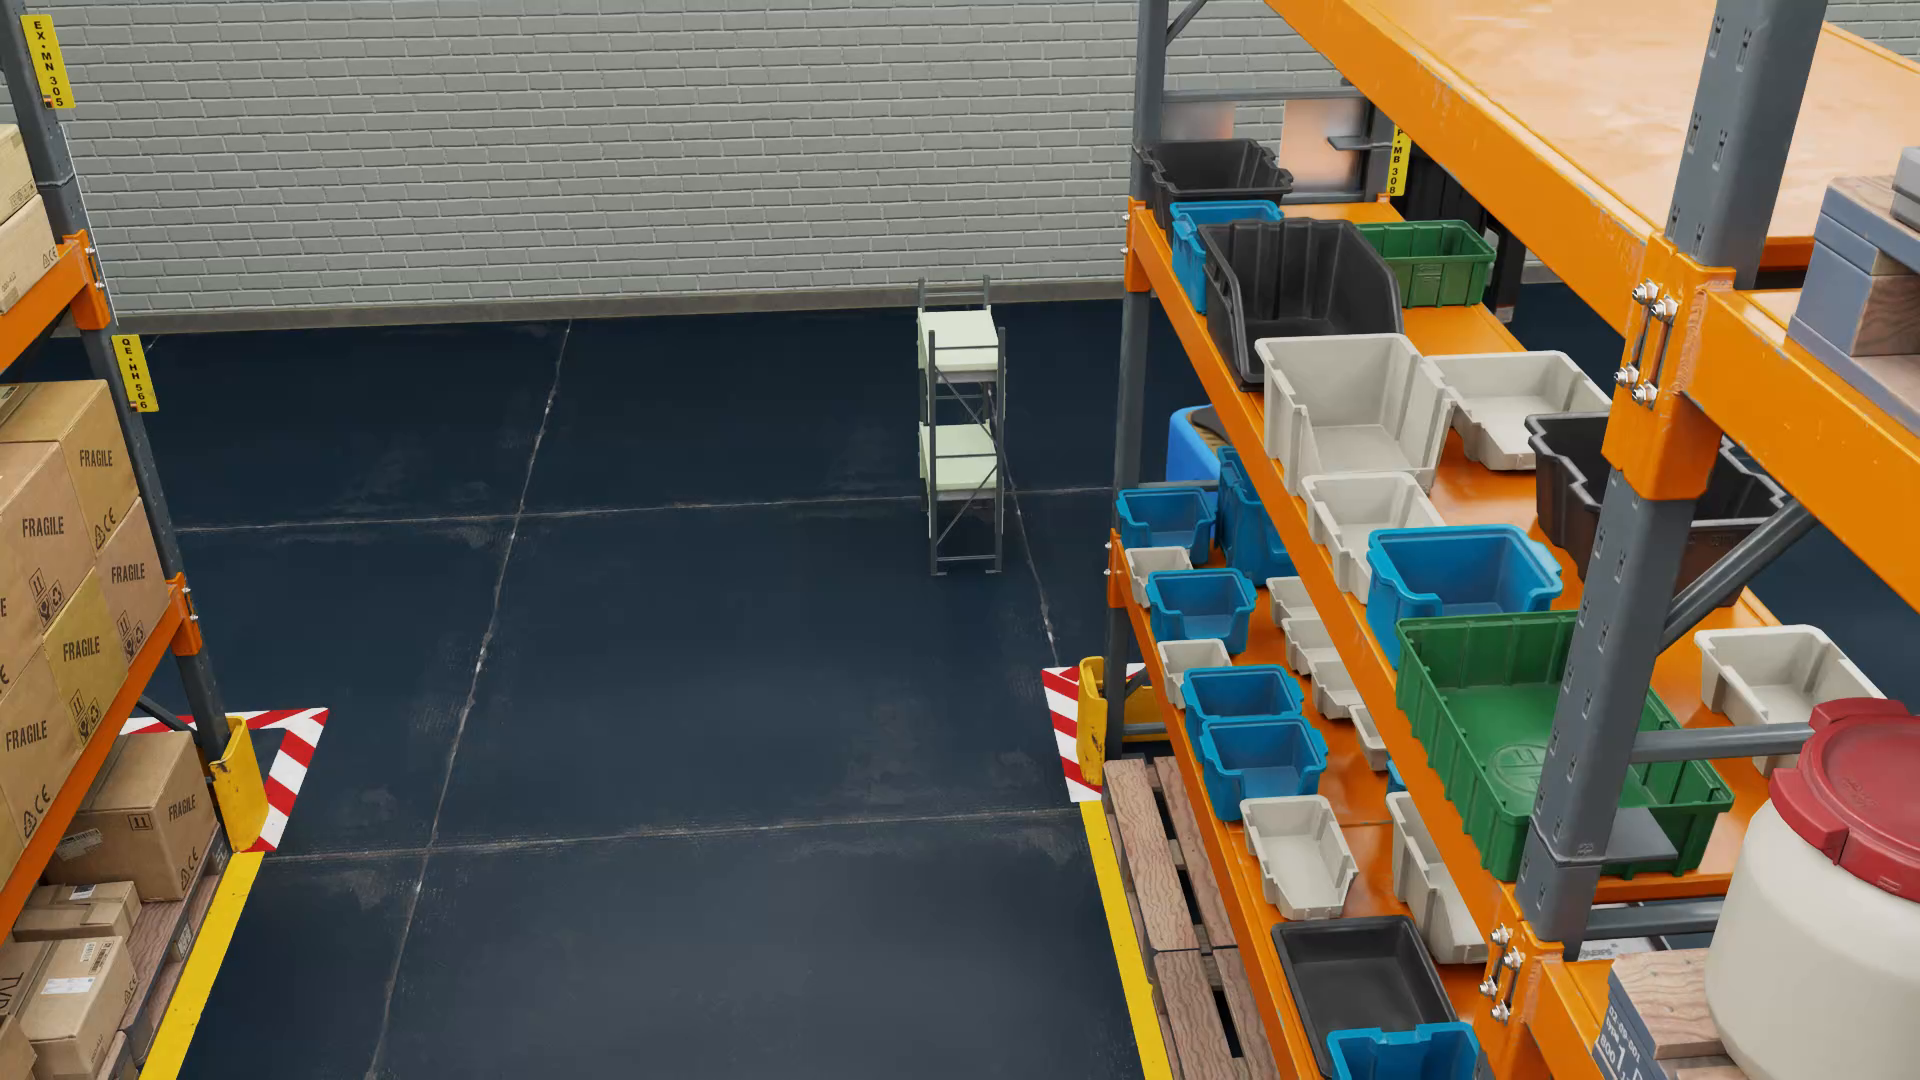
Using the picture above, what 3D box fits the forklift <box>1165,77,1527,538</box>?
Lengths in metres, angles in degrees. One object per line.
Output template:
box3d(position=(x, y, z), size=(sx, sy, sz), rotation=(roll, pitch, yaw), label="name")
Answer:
box3d(position=(2.670, -0.974, 8.524), size=(3.031, 2.935, 1.130), rotation=(-7, 32, -12), label="forklift")

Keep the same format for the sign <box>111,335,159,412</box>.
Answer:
box3d(position=(-3.208, -0.646, 6.470), size=(0.100, 0.325, 0.005), rotation=(-3, 31, -5), label="sign")

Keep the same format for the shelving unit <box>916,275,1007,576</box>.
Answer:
box3d(position=(0.001, -0.640, 9.360), size=(0.431, 1.500, 0.755), rotation=(-3, 31, -5), label="shelving unit")

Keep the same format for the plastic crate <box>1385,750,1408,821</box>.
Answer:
box3d(position=(1.616, 0.850, 5.507), size=(0.416, 0.233, 0.300), rotation=(-3, 31, -5), label="plastic crate")

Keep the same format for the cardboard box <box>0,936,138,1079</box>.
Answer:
box3d(position=(-3.408, 1.747, 6.153), size=(0.500, 0.250, 0.500), rotation=(-3, 31, -5), label="cardboard box")

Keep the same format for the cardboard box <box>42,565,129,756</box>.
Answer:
box3d(position=(-3.398, 0.440, 5.990), size=(0.500, 0.500, 0.500), rotation=(-2, 31, -4), label="cardboard box")

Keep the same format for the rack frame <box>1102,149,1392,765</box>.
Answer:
box3d(position=(1.169, -0.232, 7.214), size=(1.000, 3.000, 0.127), rotation=(-3, 31, -5), label="rack frame")

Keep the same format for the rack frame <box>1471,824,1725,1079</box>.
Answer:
box3d(position=(1.543, 1.810, 3.795), size=(1.000, 3.000, 0.127), rotation=(-3, 31, -5), label="rack frame")

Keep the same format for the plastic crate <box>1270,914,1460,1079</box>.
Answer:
box3d(position=(1.171, 1.344, 4.786), size=(0.437, 0.125, 0.590), rotation=(-3, 31, -5), label="plastic crate")

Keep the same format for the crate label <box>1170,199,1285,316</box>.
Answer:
box3d(position=(0.934, -0.970, 5.669), size=(0.408, 0.251, 0.502), rotation=(-3, 31, -5), label="crate label")

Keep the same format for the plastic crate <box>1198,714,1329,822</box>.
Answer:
box3d(position=(1.015, 0.781, 5.622), size=(0.416, 0.233, 0.300), rotation=(-3, 31, -5), label="plastic crate")

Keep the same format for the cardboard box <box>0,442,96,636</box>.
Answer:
box3d(position=(-3.400, 0.003, 5.748), size=(0.500, 0.500, 0.500), rotation=(-2, 31, -3), label="cardboard box")

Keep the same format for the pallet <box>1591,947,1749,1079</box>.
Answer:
box3d(position=(1.713, 0.999, 2.412), size=(1.213, 0.211, 1.003), rotation=(-3, 31, -5), label="pallet")

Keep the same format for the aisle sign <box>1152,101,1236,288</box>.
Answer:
box3d(position=(0.867, -1.371, 6.585), size=(0.394, 0.787, 0.004), rotation=(-3, 31, -5), label="aisle sign")

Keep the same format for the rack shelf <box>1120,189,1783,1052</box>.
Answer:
box3d(position=(1.356, -0.190, 4.920), size=(1.077, 0.370, 4.000), rotation=(-3, 31, -5), label="rack shelf")

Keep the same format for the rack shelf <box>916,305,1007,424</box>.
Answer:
box3d(position=(0.001, -0.976, 9.160), size=(0.431, 0.370, 0.720), rotation=(-3, 31, -5), label="rack shelf")

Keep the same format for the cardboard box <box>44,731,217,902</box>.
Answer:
box3d(position=(-3.467, 1.153, 6.903), size=(0.500, 0.500, 0.500), rotation=(-3, 31, -5), label="cardboard box")

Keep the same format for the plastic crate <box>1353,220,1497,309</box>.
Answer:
box3d(position=(1.546, -0.939, 5.679), size=(0.450, 0.188, 0.336), rotation=(-3, 31, -5), label="plastic crate")

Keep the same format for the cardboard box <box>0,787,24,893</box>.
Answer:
box3d(position=(-3.310, 0.953, 5.133), size=(0.500, 0.500, 0.500), rotation=(-3, 31, -5), label="cardboard box")

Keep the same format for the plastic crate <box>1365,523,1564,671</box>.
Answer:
box3d(position=(1.140, 0.144, 3.822), size=(0.416, 0.233, 0.300), rotation=(-3, 31, -5), label="plastic crate")

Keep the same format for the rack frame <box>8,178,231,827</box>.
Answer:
box3d(position=(-3.763, 0.003, 6.820), size=(1.000, 3.000, 0.127), rotation=(-3, 31, -5), label="rack frame")

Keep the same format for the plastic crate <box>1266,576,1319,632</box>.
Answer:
box3d(position=(1.426, 0.263, 6.584), size=(0.396, 0.136, 0.243), rotation=(-3, 31, -5), label="plastic crate")

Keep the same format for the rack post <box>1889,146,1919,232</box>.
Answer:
box3d(position=(1.590, -0.302, 1.554), size=(0.937, 0.300, 0.954), rotation=(-3, 31, -6), label="rack post")

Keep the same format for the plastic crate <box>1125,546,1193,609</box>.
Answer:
box3d(position=(0.812, 0.165, 6.748), size=(0.250, 0.136, 0.298), rotation=(-3, 31, -5), label="plastic crate")

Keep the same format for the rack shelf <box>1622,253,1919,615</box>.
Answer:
box3d(position=(1.730, 0.736, 0.834), size=(1.077, 0.370, 4.000), rotation=(-3, 31, -5), label="rack shelf")

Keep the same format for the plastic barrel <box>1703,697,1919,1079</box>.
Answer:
box3d(position=(1.342, 0.564, 2.414), size=(0.433, 0.535, 0.433), rotation=(0, 31, 0), label="plastic barrel")

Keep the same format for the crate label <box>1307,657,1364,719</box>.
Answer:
box3d(position=(1.489, 0.552, 6.099), size=(0.396, 0.136, 0.243), rotation=(-3, 31, -5), label="crate label")

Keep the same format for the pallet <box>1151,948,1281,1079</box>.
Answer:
box3d(position=(1.318, 2.009, 6.181), size=(1.003, 0.211, 1.213), rotation=(-3, 31, -5), label="pallet")

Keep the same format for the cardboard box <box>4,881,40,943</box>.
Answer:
box3d(position=(-3.948, 1.541, 6.498), size=(0.500, 0.250, 0.500), rotation=(-3, 31, -5), label="cardboard box")

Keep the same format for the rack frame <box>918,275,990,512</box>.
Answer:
box3d(position=(-0.034, -0.827, 9.673), size=(0.400, 1.500, 0.023), rotation=(-3, 31, -5), label="rack frame")

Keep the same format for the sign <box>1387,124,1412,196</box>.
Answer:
box3d(position=(1.715, -1.510, 6.530), size=(0.100, 0.325, 0.005), rotation=(-3, 31, -5), label="sign")

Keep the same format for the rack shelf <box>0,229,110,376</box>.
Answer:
box3d(position=(-3.576, 0.045, 4.526), size=(1.077, 0.370, 4.000), rotation=(-3, 31, -5), label="rack shelf")

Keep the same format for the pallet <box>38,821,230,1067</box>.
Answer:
box3d(position=(-3.680, 1.646, 6.789), size=(1.003, 0.211, 1.213), rotation=(-3, 31, -5), label="pallet")

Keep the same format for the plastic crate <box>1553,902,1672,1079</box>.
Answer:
box3d(position=(1.709, 1.289, 4.547), size=(0.402, 0.464, 0.583), rotation=(-3, 31, -5), label="plastic crate")

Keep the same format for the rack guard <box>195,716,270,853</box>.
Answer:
box3d(position=(-3.756, 1.115, 7.396), size=(1.175, 0.500, 0.348), rotation=(-3, 31, -5), label="rack guard")

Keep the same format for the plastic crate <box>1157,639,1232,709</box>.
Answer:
box3d(position=(0.875, 0.511, 6.168), size=(0.250, 0.136, 0.298), rotation=(-3, 31, -5), label="plastic crate")

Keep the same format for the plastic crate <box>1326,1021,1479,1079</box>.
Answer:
box3d(position=(1.160, 1.569, 4.156), size=(0.392, 0.384, 0.575), rotation=(-3, 31, -5), label="plastic crate")

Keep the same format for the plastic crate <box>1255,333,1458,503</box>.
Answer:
box3d(position=(1.069, -0.323, 4.556), size=(0.437, 0.282, 0.530), rotation=(-3, 31, -5), label="plastic crate")

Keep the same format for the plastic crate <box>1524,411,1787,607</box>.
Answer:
box3d(position=(1.700, -0.069, 4.143), size=(0.497, 0.269, 0.590), rotation=(-3, 31, -5), label="plastic crate")
